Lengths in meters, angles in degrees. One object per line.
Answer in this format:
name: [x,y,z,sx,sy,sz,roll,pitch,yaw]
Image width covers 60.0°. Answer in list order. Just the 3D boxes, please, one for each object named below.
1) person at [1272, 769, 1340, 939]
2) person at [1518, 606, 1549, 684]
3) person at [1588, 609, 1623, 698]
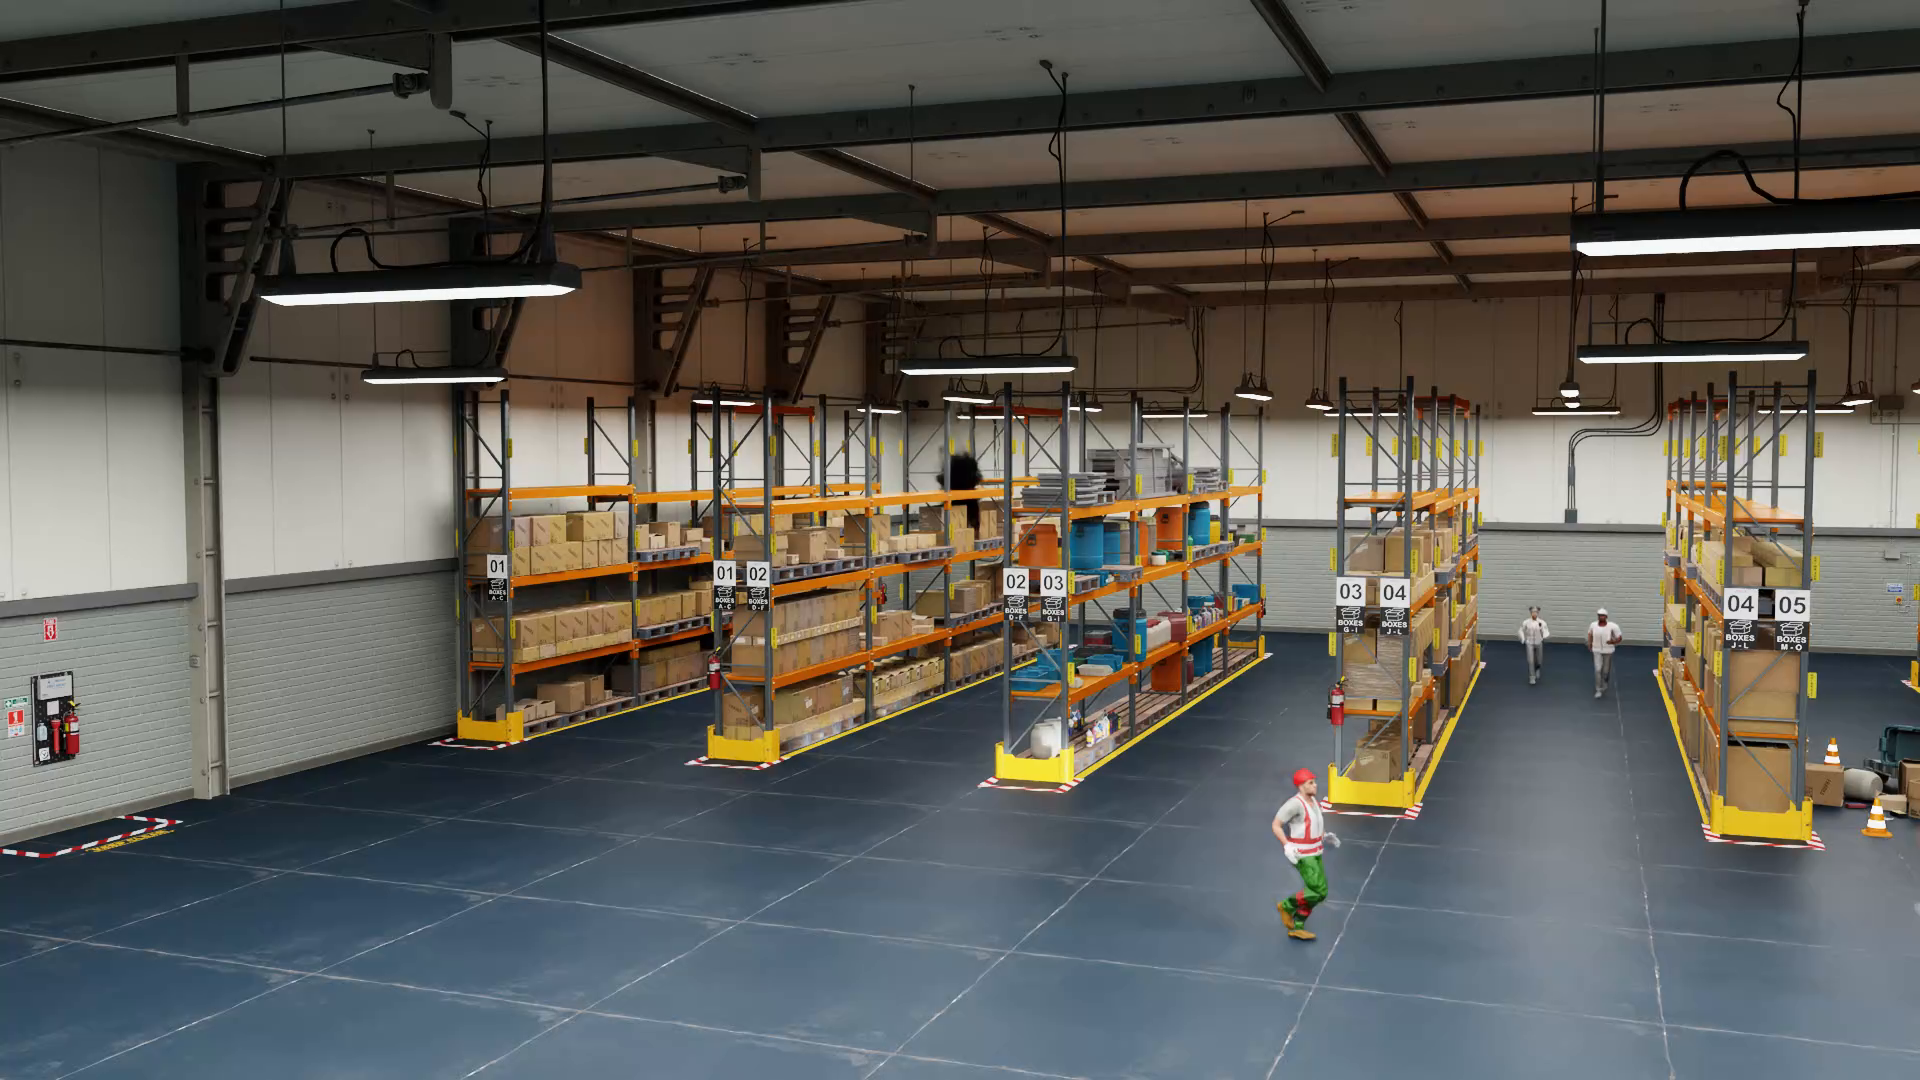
person: [3.545,3.198,16.893,0.587,1.739,0.656,3,4,39]
person: [12.220,2.220,35.438,0.622,1.653,0.718,1,3,16]
person: [13.008,2.272,33.581,0.685,1.776,0.905,2,4,29]
